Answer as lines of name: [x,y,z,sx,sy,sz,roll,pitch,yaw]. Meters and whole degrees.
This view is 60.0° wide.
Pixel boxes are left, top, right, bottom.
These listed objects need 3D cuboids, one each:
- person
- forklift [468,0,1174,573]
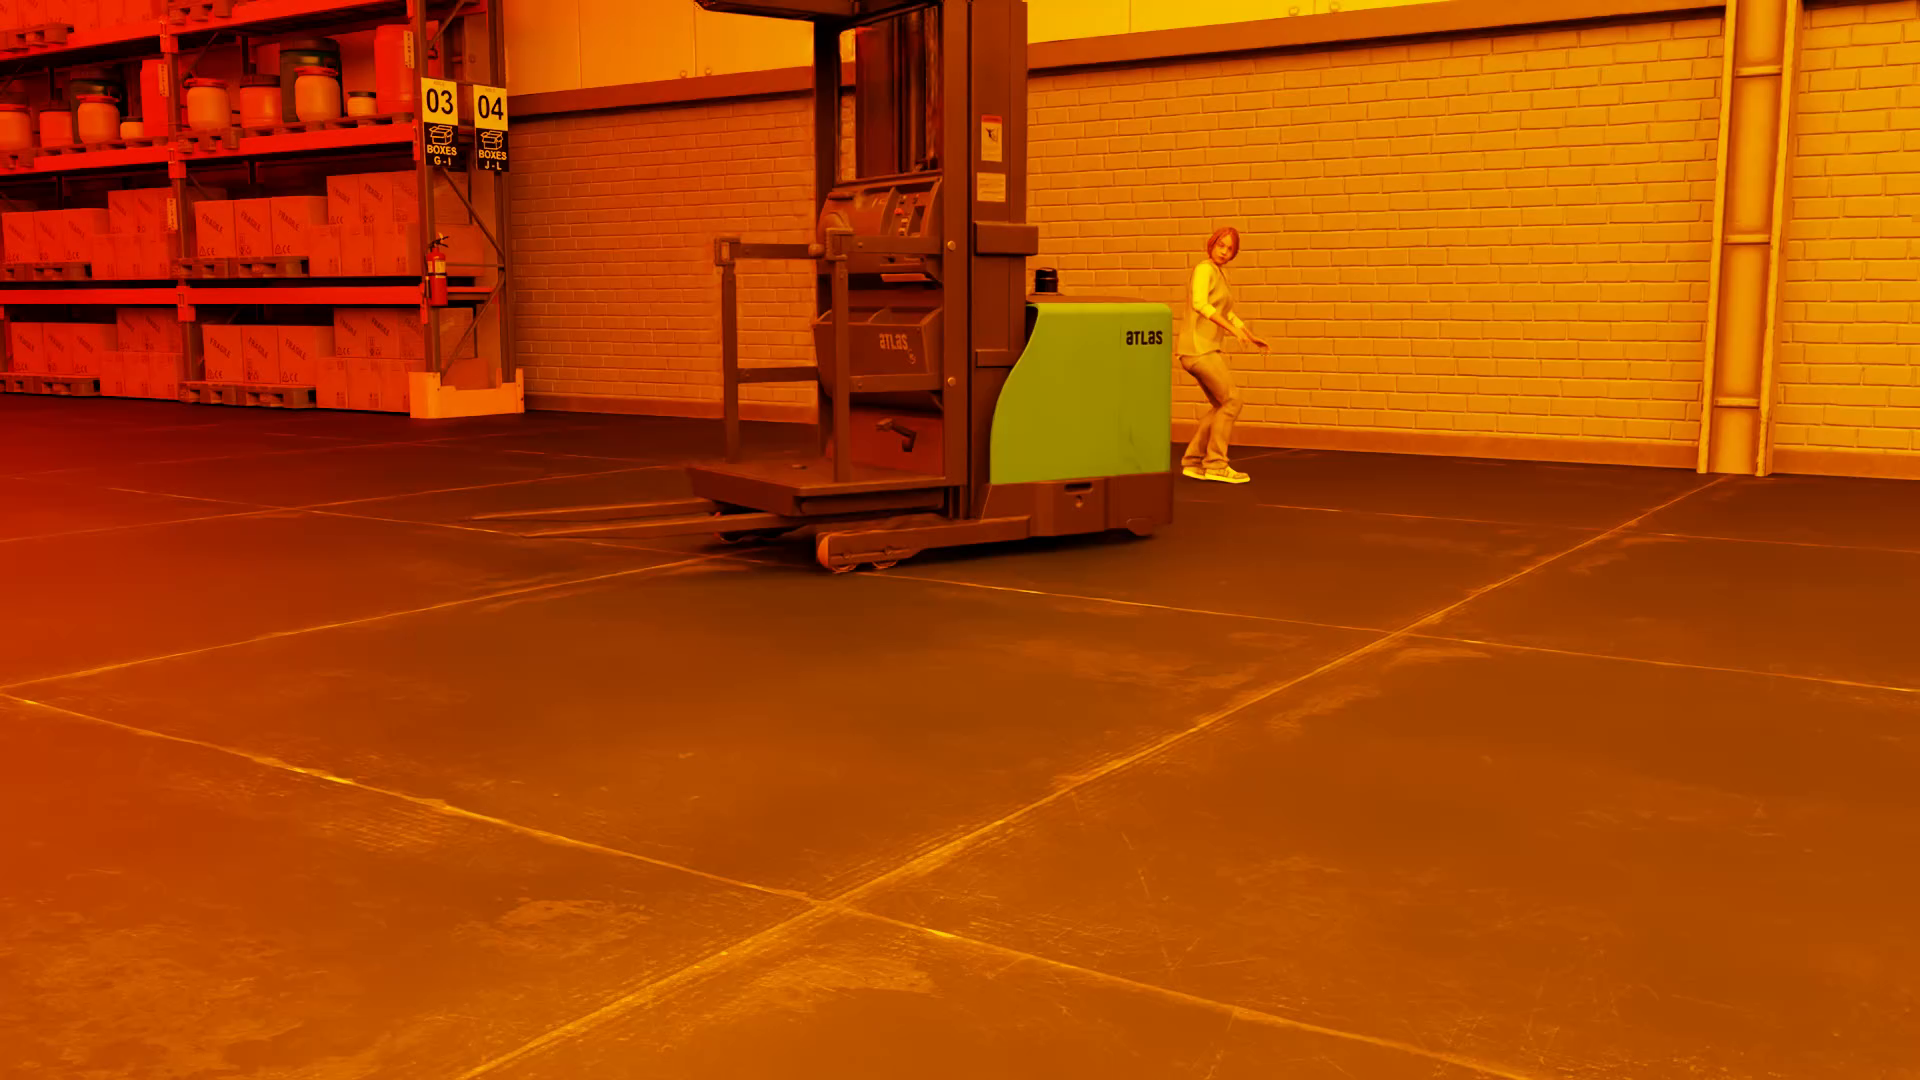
person: [1.585,-1.098,10.016,0.570,1.554,0.657,2,8,11]
forklift: [-0.528,-1.401,7.048,3.031,2.935,1.130,-5,10,-33]
